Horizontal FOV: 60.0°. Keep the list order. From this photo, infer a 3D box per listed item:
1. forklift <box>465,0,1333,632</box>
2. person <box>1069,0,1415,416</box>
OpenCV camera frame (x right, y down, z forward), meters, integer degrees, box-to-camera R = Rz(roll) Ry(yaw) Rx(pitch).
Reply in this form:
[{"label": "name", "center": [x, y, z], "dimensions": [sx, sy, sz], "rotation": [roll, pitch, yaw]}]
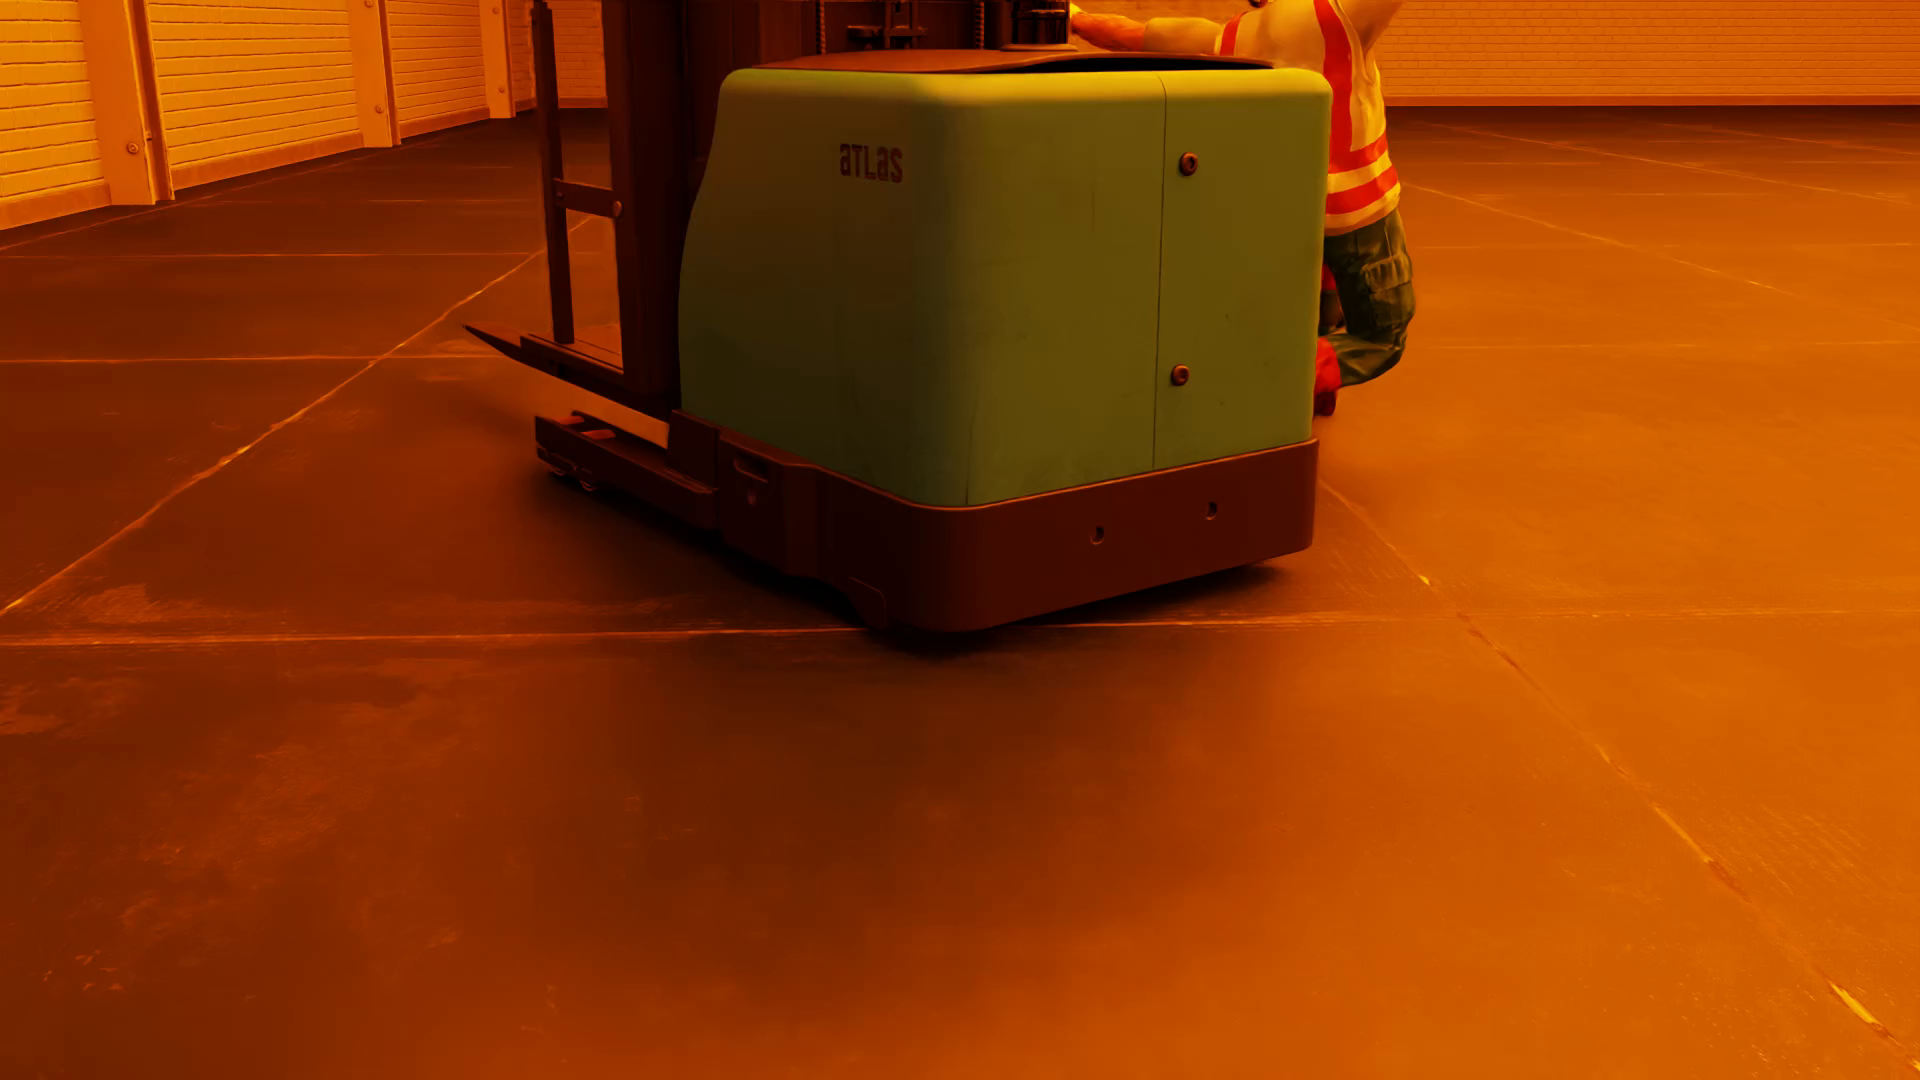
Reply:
[{"label": "forklift", "center": [-0.486, -1.598, 4.130], "dimensions": [1.130, 2.935, 3.031], "rotation": [-12, 21, -34]}, {"label": "person", "center": [0.846, -1.111, 4.882], "dimensions": [0.863, 1.595, 1.112], "rotation": [-15, 23, -41]}]
